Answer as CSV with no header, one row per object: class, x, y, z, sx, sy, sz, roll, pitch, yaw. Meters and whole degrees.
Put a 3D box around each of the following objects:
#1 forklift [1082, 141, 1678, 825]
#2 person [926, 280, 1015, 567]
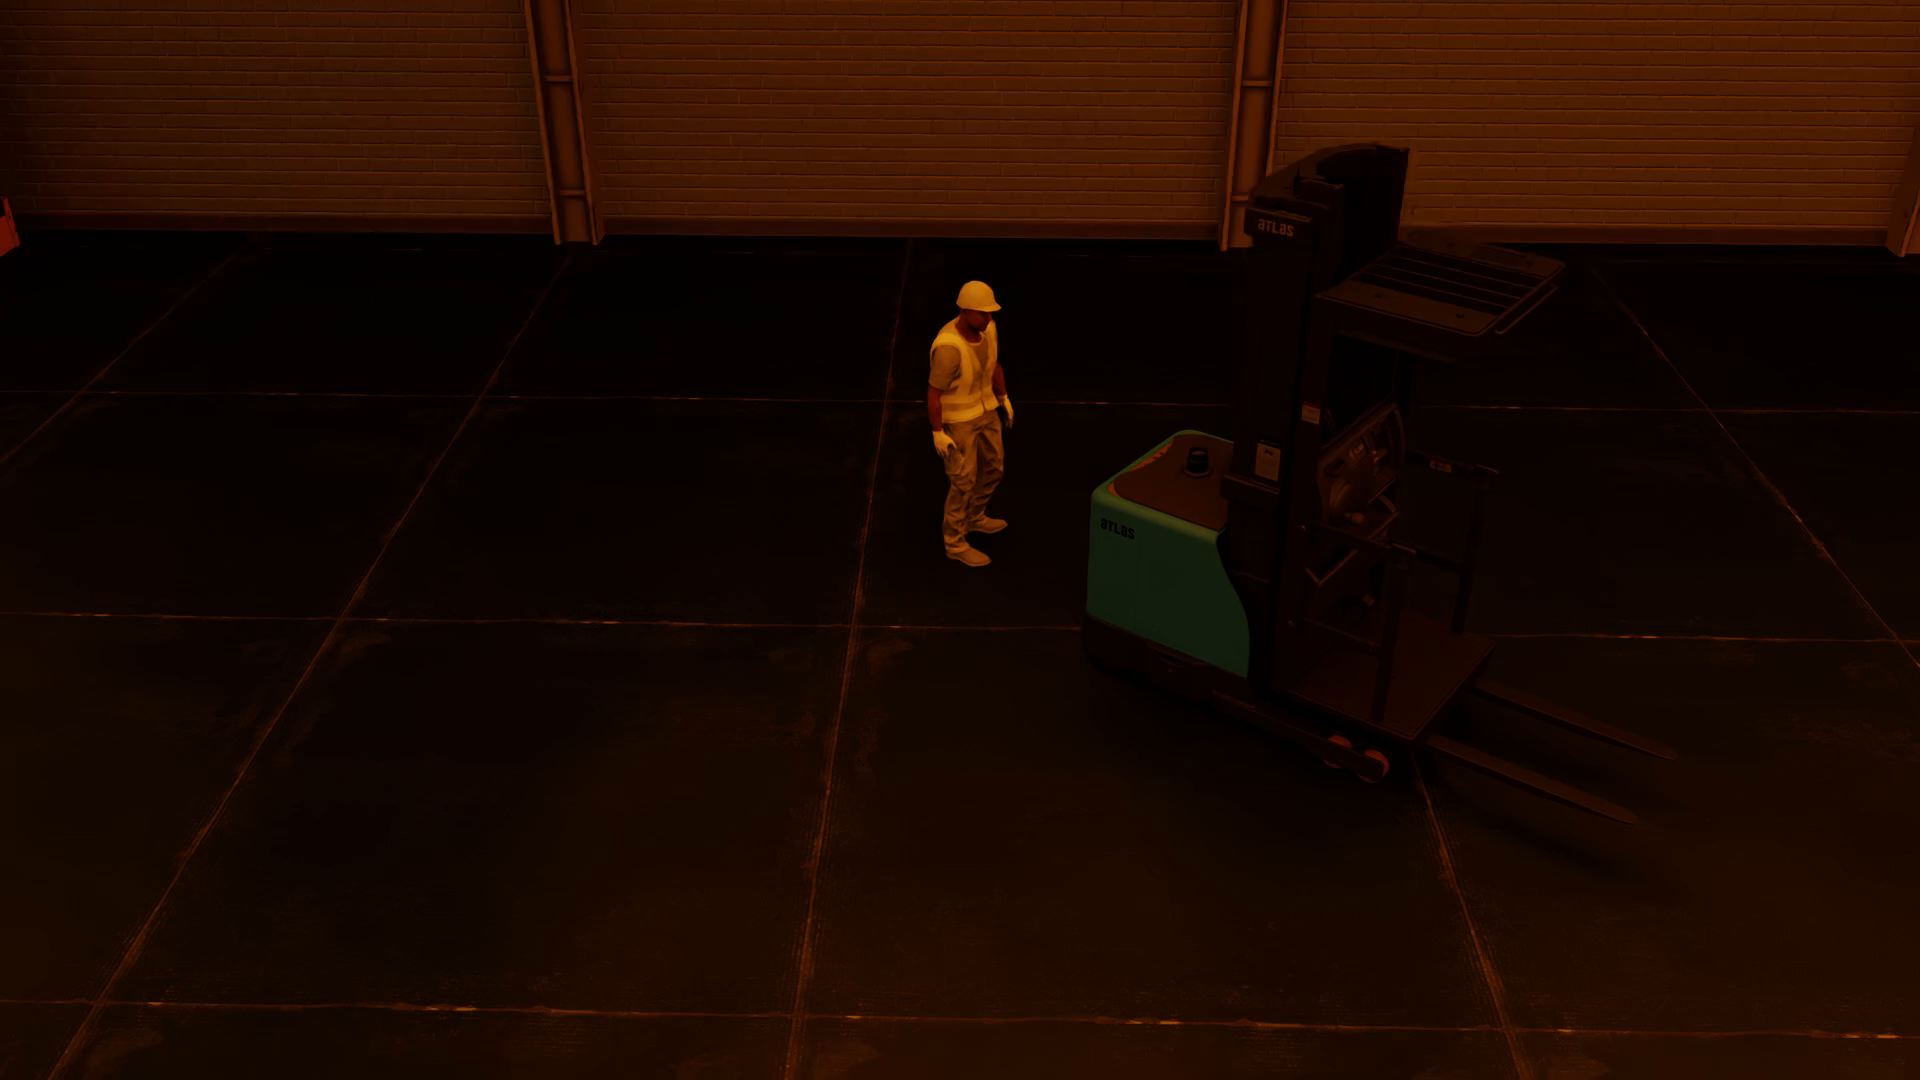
forklift,2.164,-0.340,8.191,3.031,2.935,1.130,21,37,32
person,0.095,-0.728,10.016,0.513,1.756,0.664,23,38,34
